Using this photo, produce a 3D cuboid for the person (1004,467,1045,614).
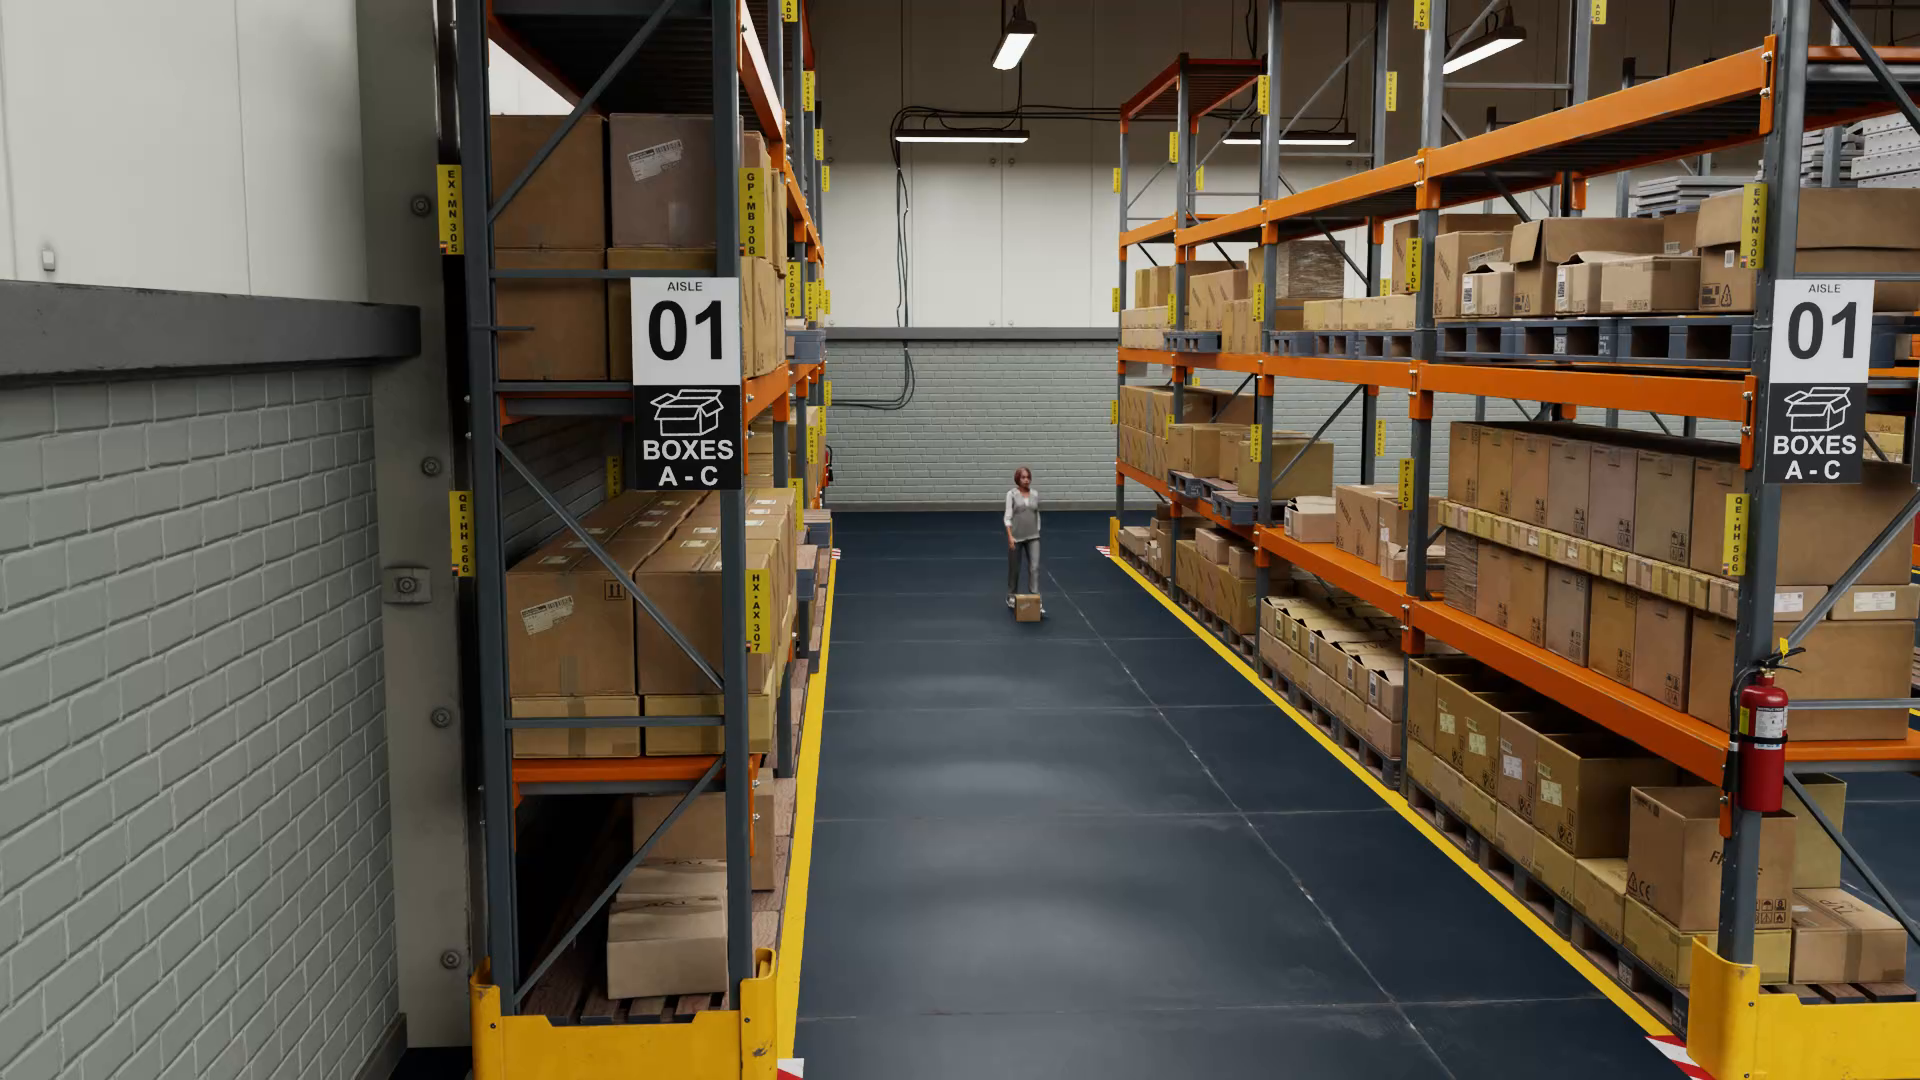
[{"bbox_3d":[0.687,-0.004,17.831,0.427,1.556,0.838,-1,7,-10],"label":"person"}]
